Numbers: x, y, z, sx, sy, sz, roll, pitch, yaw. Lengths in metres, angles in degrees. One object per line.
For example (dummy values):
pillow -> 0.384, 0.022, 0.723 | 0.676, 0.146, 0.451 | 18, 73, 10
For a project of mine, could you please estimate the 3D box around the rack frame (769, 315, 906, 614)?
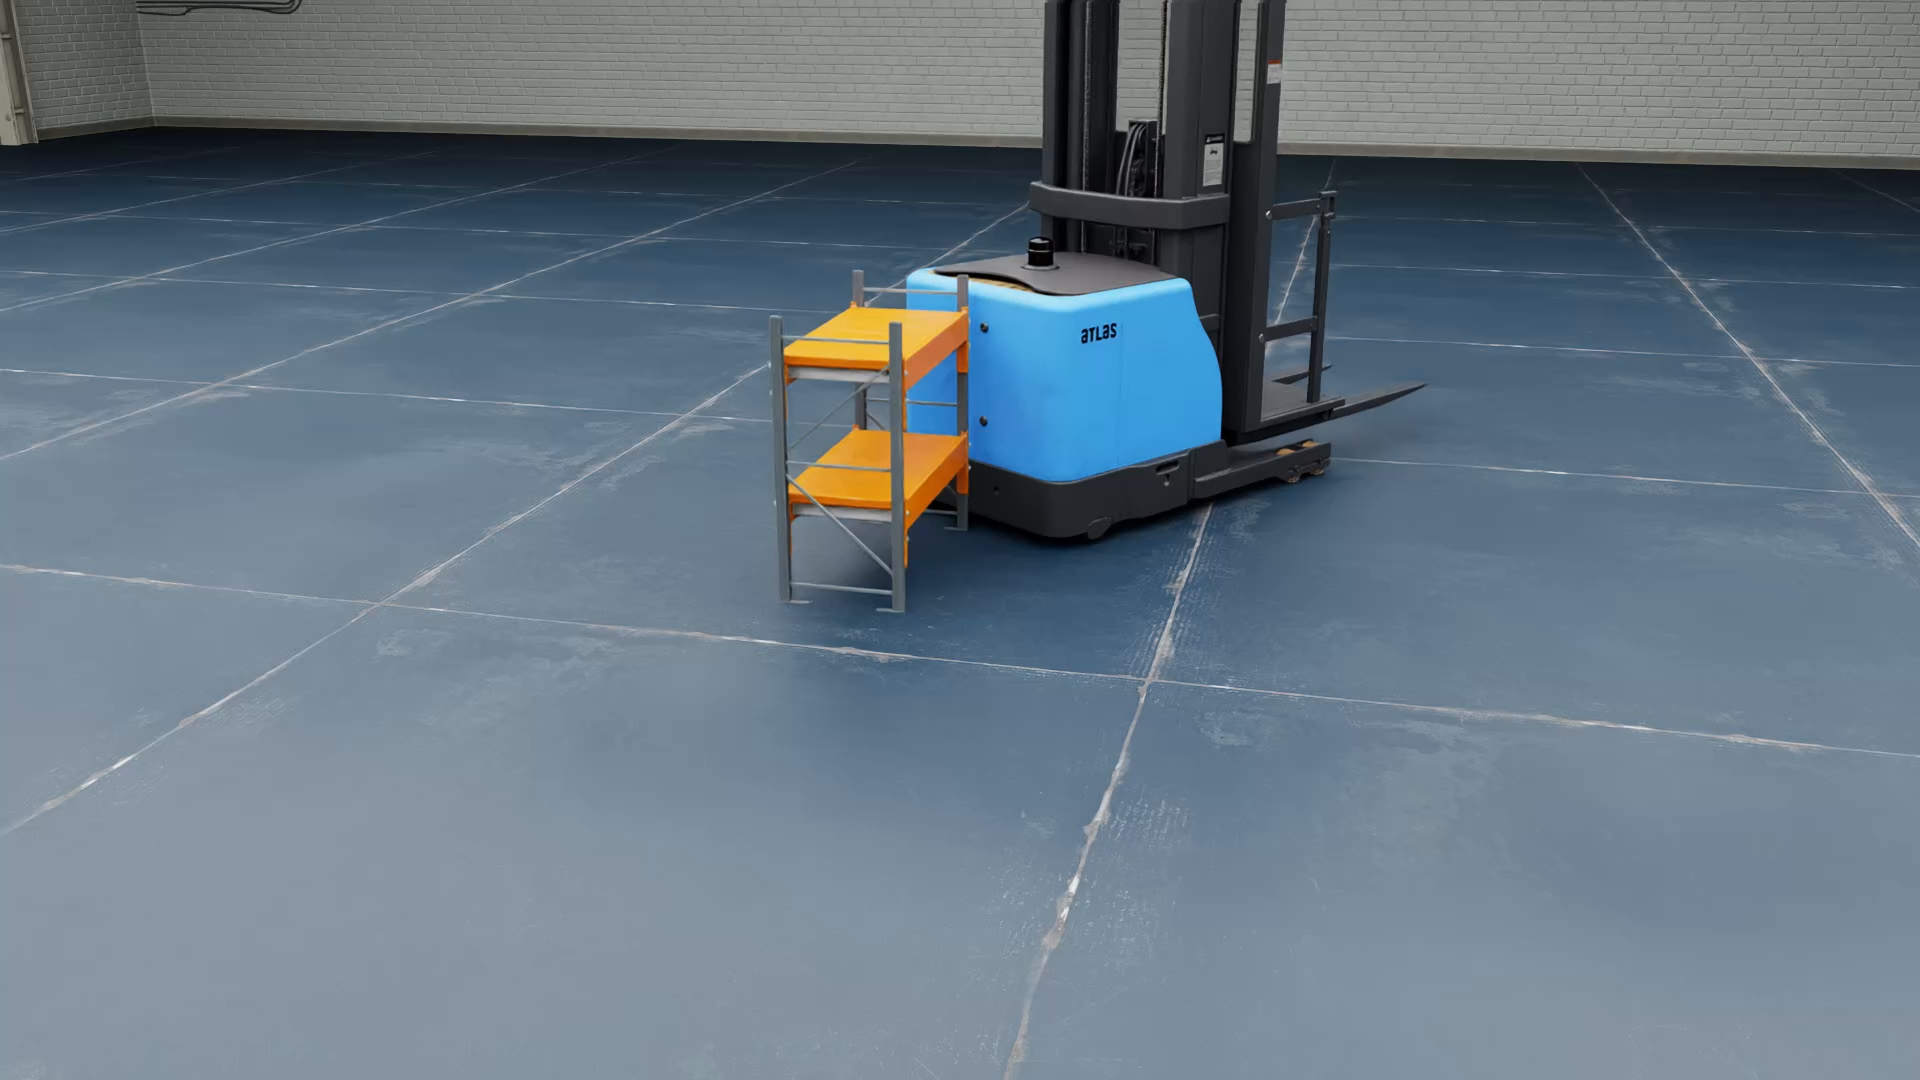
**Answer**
rack frame -> -0.455, -0.272, 6.243 | 0.500, 1.125, 0.032 | 5, 19, 13

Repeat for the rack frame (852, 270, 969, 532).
rack frame -> -0.210, -0.591, 7.177 | 0.500, 1.125, 0.032 | 5, 19, 13

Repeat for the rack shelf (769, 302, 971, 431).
rack shelf -> -0.333, -0.708, 6.615 | 0.538, 0.278, 1.000 | 5, 19, 13

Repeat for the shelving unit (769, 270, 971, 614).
shelving unit -> -0.333, -0.431, 6.710 | 0.538, 1.125, 1.048 | 5, 19, 13

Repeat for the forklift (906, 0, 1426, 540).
forklift -> 1.173, -1.769, 7.832 | 3.031, 2.935, 1.130 | -17, 25, -40

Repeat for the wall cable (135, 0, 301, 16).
wall cable -> -11.439, -9.270, 25.210 | 3.097, 2.526, 0.112 | 5, 19, 13

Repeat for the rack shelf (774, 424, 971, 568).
rack shelf -> -0.333, -0.200, 6.789 | 0.538, 0.278, 1.000 | 5, 19, 13

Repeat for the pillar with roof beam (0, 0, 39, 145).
pillar with roof beam -> -9.267, -9.581, 21.315 | 9.100, 9.000, 0.400 | 5, 19, 13
